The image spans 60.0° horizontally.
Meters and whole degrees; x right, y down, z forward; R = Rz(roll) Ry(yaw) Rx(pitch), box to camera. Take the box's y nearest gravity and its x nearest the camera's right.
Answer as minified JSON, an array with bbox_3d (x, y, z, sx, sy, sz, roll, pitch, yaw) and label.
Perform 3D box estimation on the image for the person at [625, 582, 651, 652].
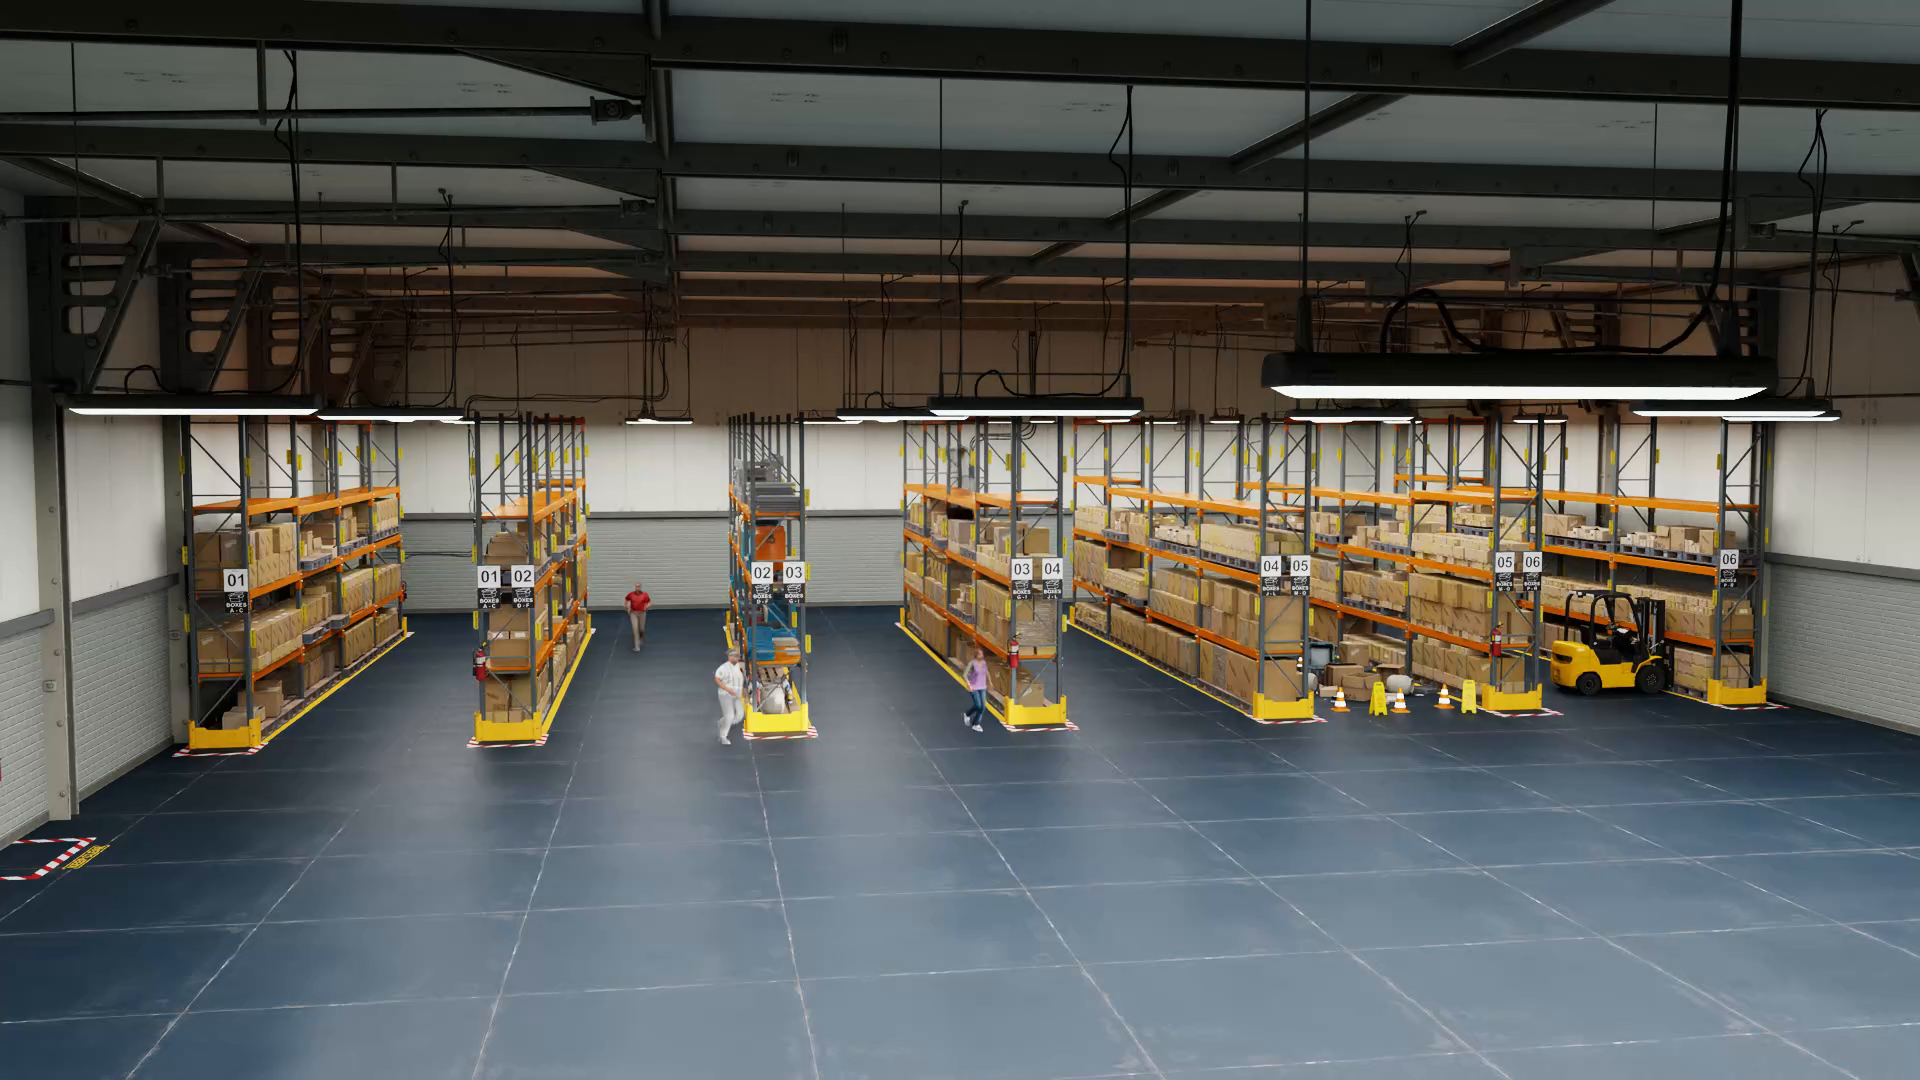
[{"bbox_3d":[-8.284,1.959,42.819,0.664,1.738,0.931,-1,4,-14],"label":"person"}]

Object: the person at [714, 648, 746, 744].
[{"bbox_3d":[-4.185,2.816,30.293,0.560,1.717,0.754,3,5,36],"label":"person"}]

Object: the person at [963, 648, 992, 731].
[{"bbox_3d":[0.333,2.822,31.378,0.554,1.556,0.538,-3,5,-35],"label":"person"}]
